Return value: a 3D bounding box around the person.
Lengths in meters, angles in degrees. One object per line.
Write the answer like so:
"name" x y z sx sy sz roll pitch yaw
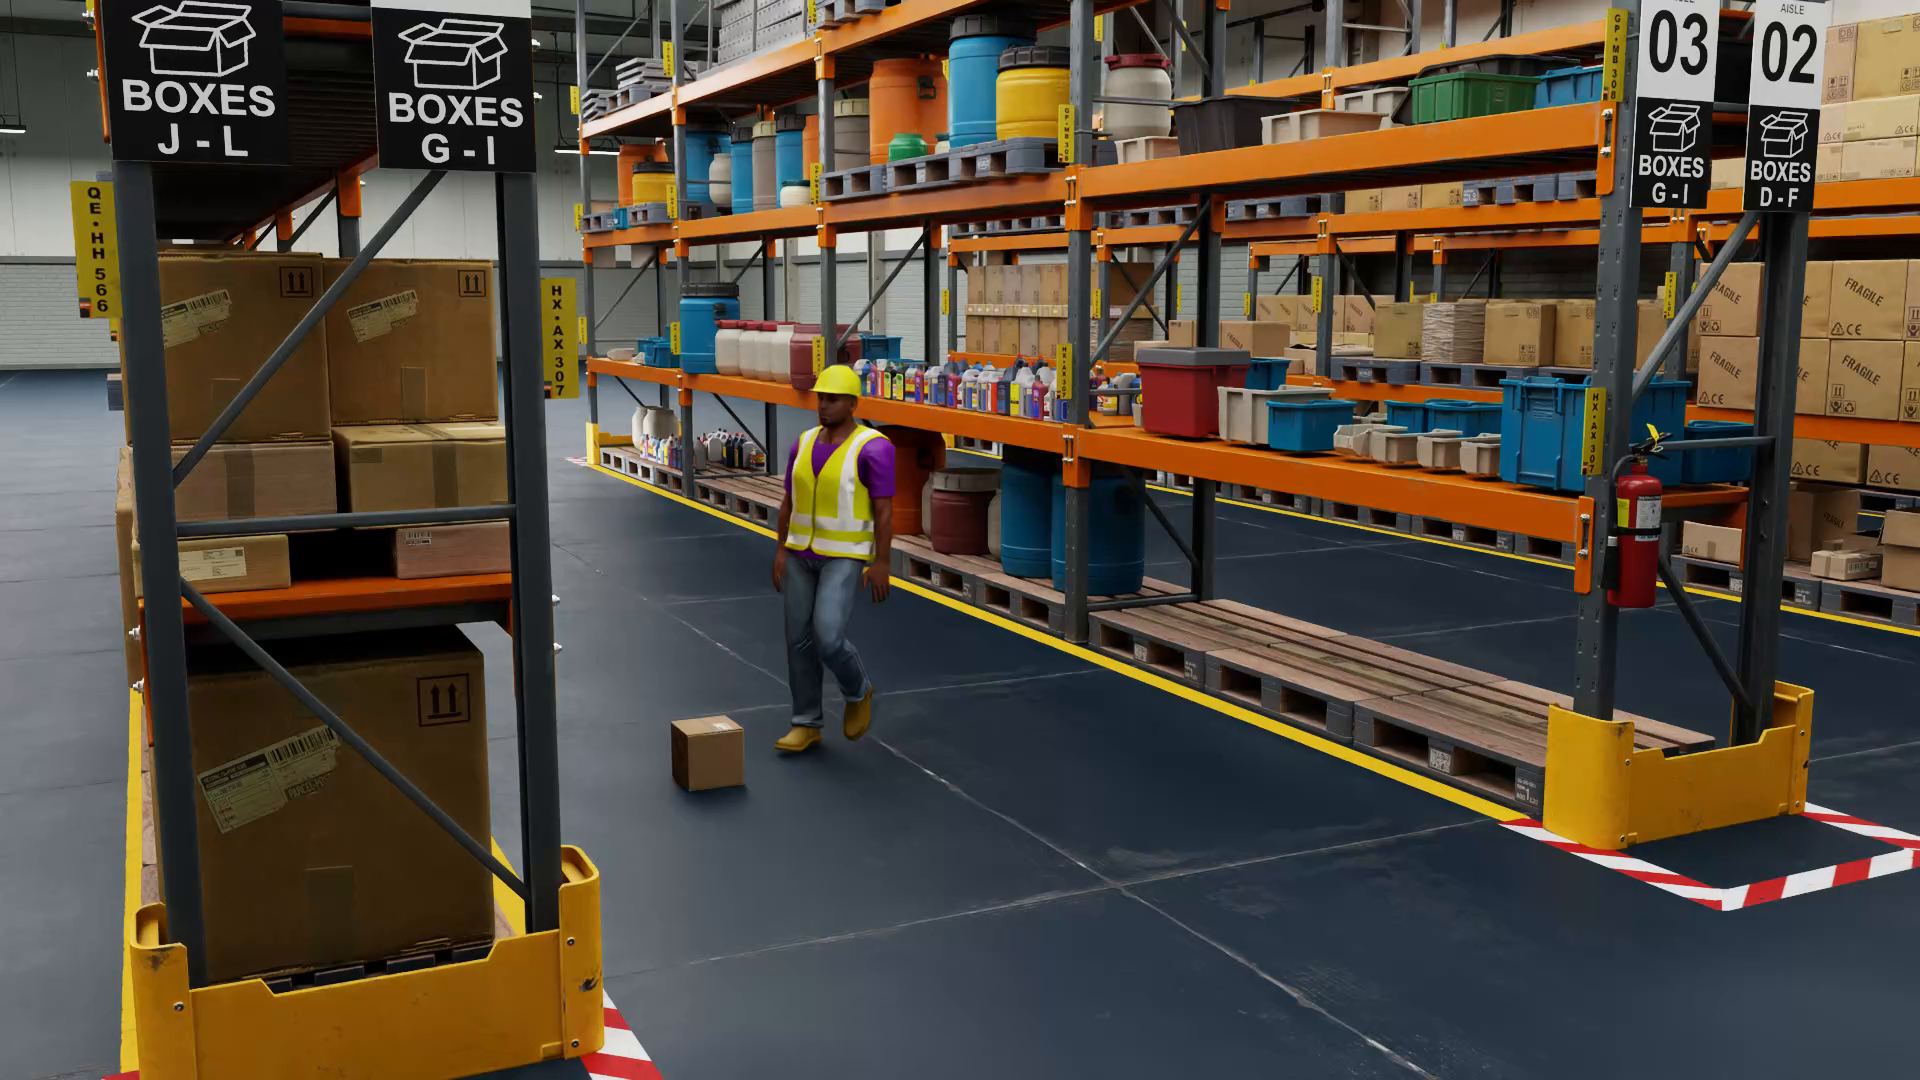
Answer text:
"person" -0.612 0.054 7.572 0.604 1.688 0.468 5 10 30
